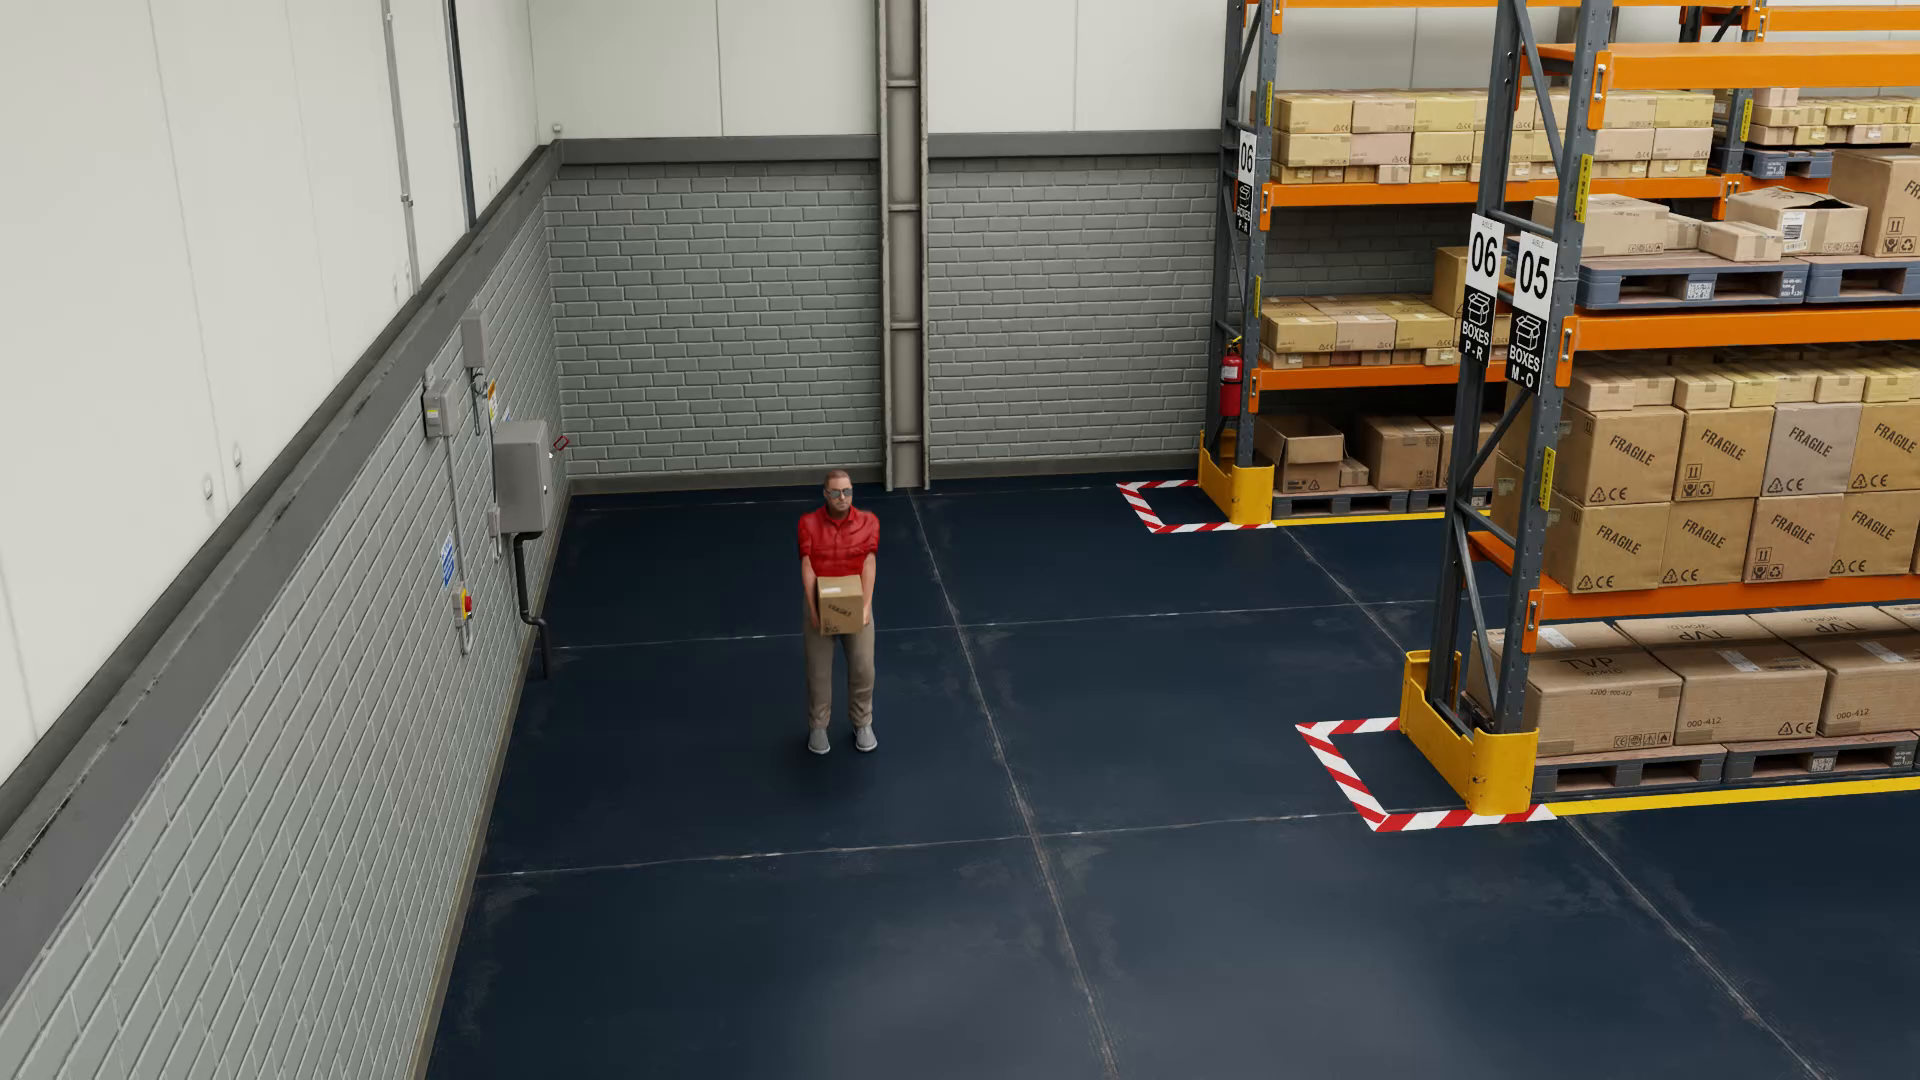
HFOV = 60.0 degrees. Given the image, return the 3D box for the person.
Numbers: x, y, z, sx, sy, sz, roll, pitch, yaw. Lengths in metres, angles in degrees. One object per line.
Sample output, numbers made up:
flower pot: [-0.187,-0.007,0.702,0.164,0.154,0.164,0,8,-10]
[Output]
person: [-0.702,0.453,9.860,0.490,1.722,0.540,-3,20,-7]
